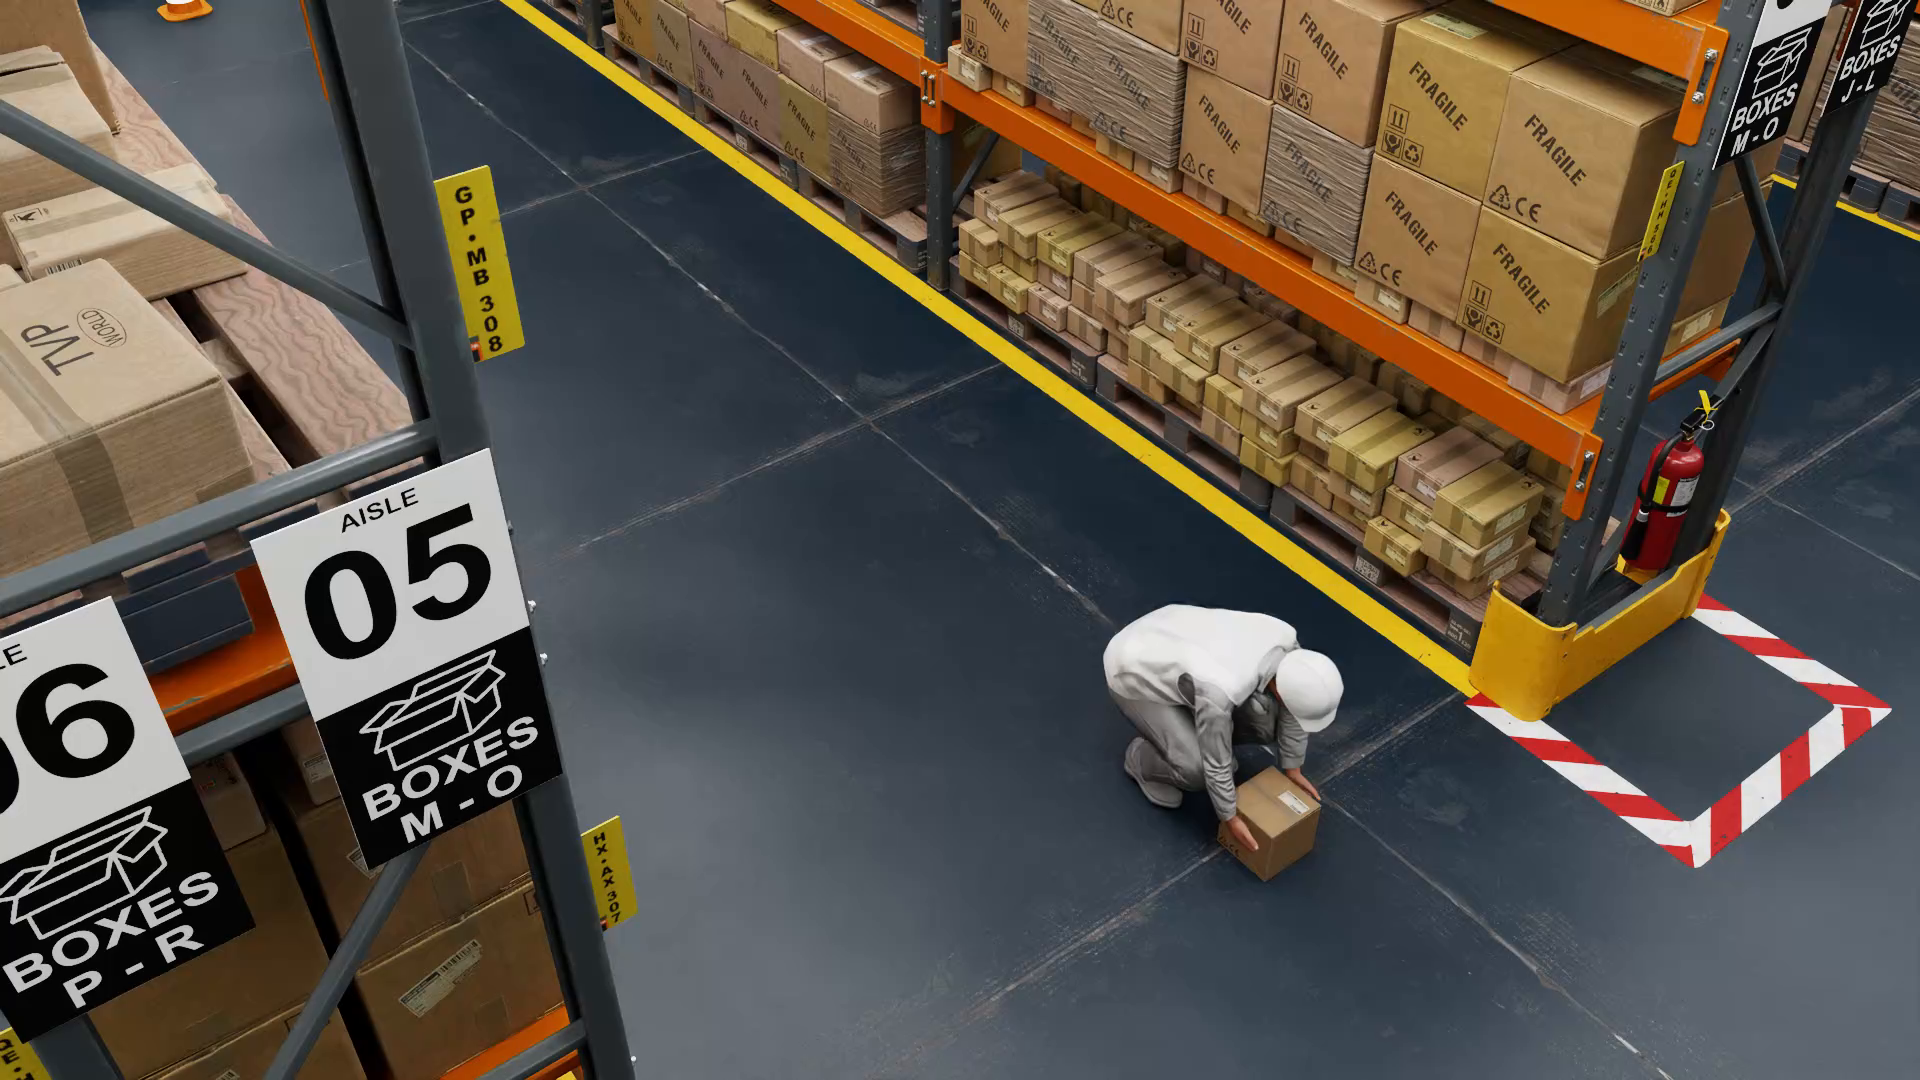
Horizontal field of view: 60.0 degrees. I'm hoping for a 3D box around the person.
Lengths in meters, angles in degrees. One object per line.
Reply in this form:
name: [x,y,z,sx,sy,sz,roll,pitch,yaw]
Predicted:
person: [0.950,0.604,6.078,0.534,0.930,0.913,-26,47,-28]
